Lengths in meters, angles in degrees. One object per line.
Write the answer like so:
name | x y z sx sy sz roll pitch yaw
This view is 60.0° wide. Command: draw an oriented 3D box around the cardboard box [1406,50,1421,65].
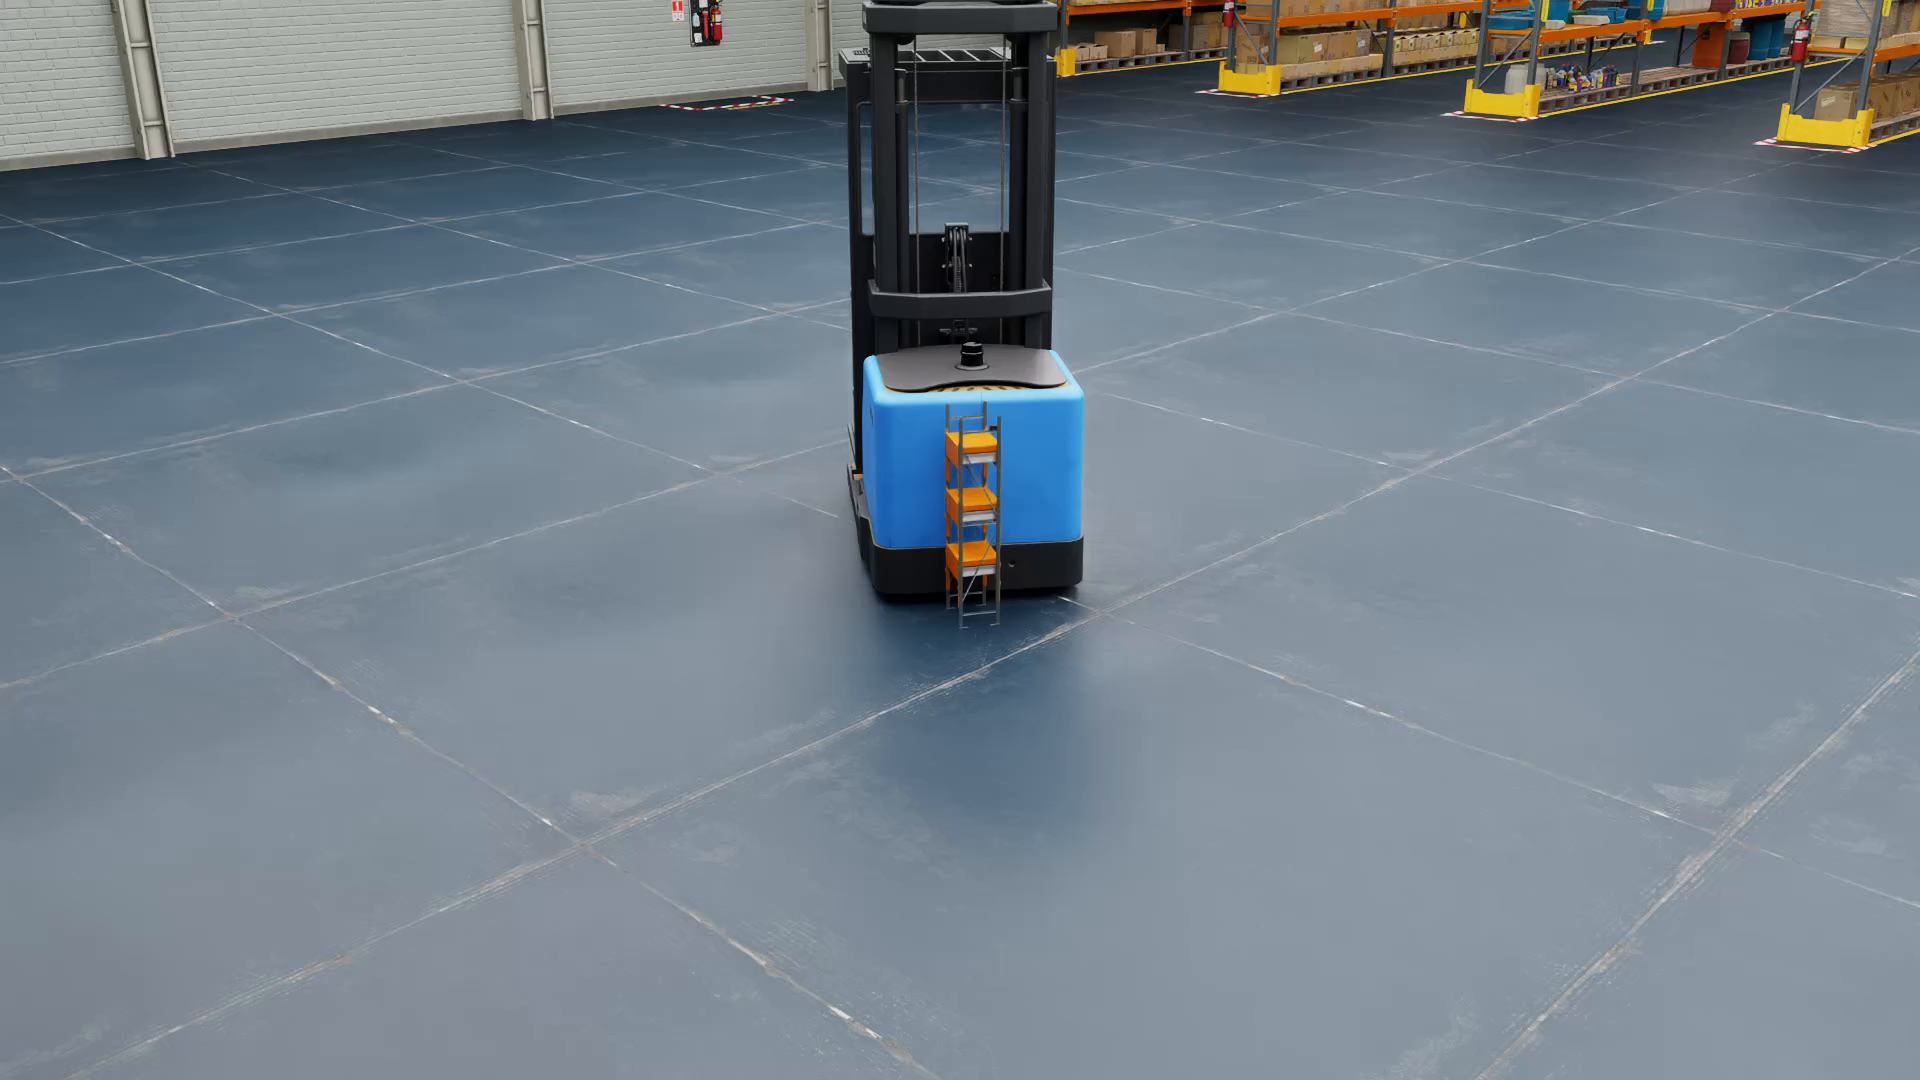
cardboard box | 8.902 -9.720 33.429 0.500 0.250 0.500 -19 28 -41

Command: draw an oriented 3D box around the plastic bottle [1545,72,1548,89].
plastic bottle | 10.081 -7.916 28.662 0.061 0.283 0.133 19 28 41

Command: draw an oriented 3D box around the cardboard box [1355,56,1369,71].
cardboard box | 7.563 -9.247 32.199 0.500 0.250 0.500 19 28 41

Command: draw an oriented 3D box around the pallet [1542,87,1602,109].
pallet | 10.282 -7.615 28.592 1.003 0.211 1.213 19 28 41

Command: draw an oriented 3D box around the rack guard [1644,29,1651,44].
rack guard | 16.404 -12.533 40.984 1.175 0.500 0.348 19 28 41

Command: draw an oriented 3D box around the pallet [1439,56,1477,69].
pallet | 10.274 -10.159 35.212 1.003 0.211 1.213 19 28 41

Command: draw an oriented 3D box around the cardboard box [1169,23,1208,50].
cardboard box | 5.035 -11.105 36.657 0.500 0.500 0.700 -19 28 -40

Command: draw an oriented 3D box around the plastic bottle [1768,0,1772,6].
plastic bottle | 16.178 -10.825 33.219 0.061 0.283 0.133 19 28 41

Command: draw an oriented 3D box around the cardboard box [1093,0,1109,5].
cardboard box | 2.663 -10.967 33.609 0.500 0.250 0.500 18 28 39

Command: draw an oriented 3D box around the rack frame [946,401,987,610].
rack frame | 0.030 -0.157 8.020 0.200 1.050 0.008 -5 22 -14

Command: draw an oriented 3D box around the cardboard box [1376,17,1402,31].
cardboard box | 10.710 -13.125 41.941 0.700 0.500 0.500 20 29 41

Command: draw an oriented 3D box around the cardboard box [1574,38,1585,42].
cardboard box | 14.114 -11.695 38.455 0.500 0.311 0.500 19 28 41

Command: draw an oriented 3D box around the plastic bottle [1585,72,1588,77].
plastic bottle | 10.837 -7.947 28.742 0.061 0.283 0.133 19 28 41

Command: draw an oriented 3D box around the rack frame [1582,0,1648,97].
rack frame | 11.632 -9.394 29.333 1.000 3.000 0.127 19 28 41

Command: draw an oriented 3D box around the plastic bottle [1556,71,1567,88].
plastic bottle | 10.467 -8.036 28.983 0.152 0.276 0.135 19 28 41

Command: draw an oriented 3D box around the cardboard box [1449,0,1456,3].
cardboard box | 10.027 -11.203 34.392 0.250 0.149 0.380 -18 27 -38

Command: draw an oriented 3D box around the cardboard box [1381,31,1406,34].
cardboard box | 8.871 -10.248 34.021 0.500 0.311 0.500 19 28 40

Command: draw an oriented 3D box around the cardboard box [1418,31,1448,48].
cardboard box | 9.624 -10.248 34.022 0.500 0.311 0.500 -19 28 -41

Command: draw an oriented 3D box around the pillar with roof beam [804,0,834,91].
pillar with roof beam | 0.511 -11.422 26.249 9.100 9.000 0.400 19 28 41

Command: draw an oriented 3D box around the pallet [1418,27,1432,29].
pallet | 11.552 -13.119 42.913 1.003 0.211 1.213 19 28 41

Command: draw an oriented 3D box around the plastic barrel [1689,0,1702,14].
plastic barrel | 13.564 -10.048 30.880 0.421 0.512 0.421 0 21 0

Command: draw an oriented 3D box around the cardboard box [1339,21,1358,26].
cardboard box | 9.136 -12.693 40.329 0.750 0.750 0.750 -19 28 -40

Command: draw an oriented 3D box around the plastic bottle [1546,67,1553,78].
plastic bottle | 10.213 -8.053 28.925 0.185 0.351 0.144 -19 28 -40

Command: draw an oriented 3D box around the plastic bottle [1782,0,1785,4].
plastic bottle | 16.677 -11.061 33.741 0.144 0.351 0.185 19 28 41

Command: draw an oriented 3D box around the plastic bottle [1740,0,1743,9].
plastic bottle | 15.124 -10.407 32.248 0.097 0.201 0.097 0 21 0

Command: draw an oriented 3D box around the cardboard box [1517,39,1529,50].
cardboard box | 12.113 -11.010 36.410 0.500 0.500 0.500 19 28 40

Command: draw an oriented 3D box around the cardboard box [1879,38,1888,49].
cardboard box | 12.948 -7.082 23.668 0.380 0.149 0.250 19 28 41

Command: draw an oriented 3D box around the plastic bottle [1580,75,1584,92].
plastic bottle | 10.569 -7.773 28.308 0.097 0.271 0.097 0 21 0

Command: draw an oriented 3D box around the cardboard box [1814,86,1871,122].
cardboard box | 12.838 -6.311 24.213 0.500 0.500 0.500 -14 25 -32

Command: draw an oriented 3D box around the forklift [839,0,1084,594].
forklift | -0.075 -1.591 9.127 1.130 2.935 3.031 -2 21 -6

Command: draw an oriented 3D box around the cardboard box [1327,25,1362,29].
cardboard box | 7.538 -9.856 32.739 0.500 0.500 0.500 19 28 41

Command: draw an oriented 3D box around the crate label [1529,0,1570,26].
crate label | 9.932 -8.923 28.059 0.502 0.435 0.616 19 28 41

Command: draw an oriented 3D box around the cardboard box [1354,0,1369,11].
cardboard box | 7.417 -10.428 31.886 0.700 0.500 0.500 19 28 40

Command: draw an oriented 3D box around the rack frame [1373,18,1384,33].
rack frame | 10.114 -13.930 41.135 1.000 3.000 0.127 19 28 41

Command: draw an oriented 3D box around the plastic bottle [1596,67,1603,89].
plastic bottle | 11.030 -7.993 28.767 0.144 0.351 0.185 19 28 40

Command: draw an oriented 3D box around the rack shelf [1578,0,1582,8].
rack shelf | 15.062 -12.869 39.378 1.077 0.370 4.000 19 28 41

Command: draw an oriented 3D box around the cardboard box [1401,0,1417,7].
cardboard box | 8.850 -10.694 33.066 0.380 0.149 0.250 19 28 41

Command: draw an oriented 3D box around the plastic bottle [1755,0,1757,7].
plastic bottle | 15.633 -10.628 32.723 0.097 0.271 0.097 0 21 0

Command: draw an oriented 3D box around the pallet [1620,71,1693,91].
pallet | 13.003 -8.619 31.204 1.003 0.211 1.213 19 28 41

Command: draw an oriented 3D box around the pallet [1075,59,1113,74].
pallet | 2.388 -9.763 34.181 1.003 0.211 1.213 19 28 41

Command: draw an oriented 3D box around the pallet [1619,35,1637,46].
pallet | 15.848 -12.193 40.503 1.003 0.211 1.213 19 28 41

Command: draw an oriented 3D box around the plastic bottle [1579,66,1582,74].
plastic bottle | 11.095 -8.353 29.816 0.097 0.271 0.097 0 21 0

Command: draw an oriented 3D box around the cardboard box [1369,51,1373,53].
cardboard box | 8.167 -9.726 33.445 0.500 0.250 0.500 19 28 40

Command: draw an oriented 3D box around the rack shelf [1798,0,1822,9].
rack shelf | 18.608 -11.628 36.150 1.077 0.370 4.000 19 28 41

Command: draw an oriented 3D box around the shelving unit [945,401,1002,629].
shelving unit | 0.061 -0.115 7.910 0.215 1.050 0.252 -5 22 -14

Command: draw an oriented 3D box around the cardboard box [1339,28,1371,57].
cardboard box | 7.561 -9.597 32.066 0.500 0.500 0.500 19 28 41

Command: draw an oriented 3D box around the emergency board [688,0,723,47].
emergency board | -4.325 -9.073 28.500 0.194 1.169 0.643 19 28 41

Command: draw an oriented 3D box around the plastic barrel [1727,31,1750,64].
plastic barrel | 15.539 -9.913 33.459 0.600 0.588 0.708 19 28 41

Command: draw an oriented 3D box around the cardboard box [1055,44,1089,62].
cardboard box | 2.290 -9.951 33.917 0.500 0.311 0.500 15 26 35

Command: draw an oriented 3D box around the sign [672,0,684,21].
sign | -4.785 -8.974 28.191 0.001 0.329 0.234 19 28 41
